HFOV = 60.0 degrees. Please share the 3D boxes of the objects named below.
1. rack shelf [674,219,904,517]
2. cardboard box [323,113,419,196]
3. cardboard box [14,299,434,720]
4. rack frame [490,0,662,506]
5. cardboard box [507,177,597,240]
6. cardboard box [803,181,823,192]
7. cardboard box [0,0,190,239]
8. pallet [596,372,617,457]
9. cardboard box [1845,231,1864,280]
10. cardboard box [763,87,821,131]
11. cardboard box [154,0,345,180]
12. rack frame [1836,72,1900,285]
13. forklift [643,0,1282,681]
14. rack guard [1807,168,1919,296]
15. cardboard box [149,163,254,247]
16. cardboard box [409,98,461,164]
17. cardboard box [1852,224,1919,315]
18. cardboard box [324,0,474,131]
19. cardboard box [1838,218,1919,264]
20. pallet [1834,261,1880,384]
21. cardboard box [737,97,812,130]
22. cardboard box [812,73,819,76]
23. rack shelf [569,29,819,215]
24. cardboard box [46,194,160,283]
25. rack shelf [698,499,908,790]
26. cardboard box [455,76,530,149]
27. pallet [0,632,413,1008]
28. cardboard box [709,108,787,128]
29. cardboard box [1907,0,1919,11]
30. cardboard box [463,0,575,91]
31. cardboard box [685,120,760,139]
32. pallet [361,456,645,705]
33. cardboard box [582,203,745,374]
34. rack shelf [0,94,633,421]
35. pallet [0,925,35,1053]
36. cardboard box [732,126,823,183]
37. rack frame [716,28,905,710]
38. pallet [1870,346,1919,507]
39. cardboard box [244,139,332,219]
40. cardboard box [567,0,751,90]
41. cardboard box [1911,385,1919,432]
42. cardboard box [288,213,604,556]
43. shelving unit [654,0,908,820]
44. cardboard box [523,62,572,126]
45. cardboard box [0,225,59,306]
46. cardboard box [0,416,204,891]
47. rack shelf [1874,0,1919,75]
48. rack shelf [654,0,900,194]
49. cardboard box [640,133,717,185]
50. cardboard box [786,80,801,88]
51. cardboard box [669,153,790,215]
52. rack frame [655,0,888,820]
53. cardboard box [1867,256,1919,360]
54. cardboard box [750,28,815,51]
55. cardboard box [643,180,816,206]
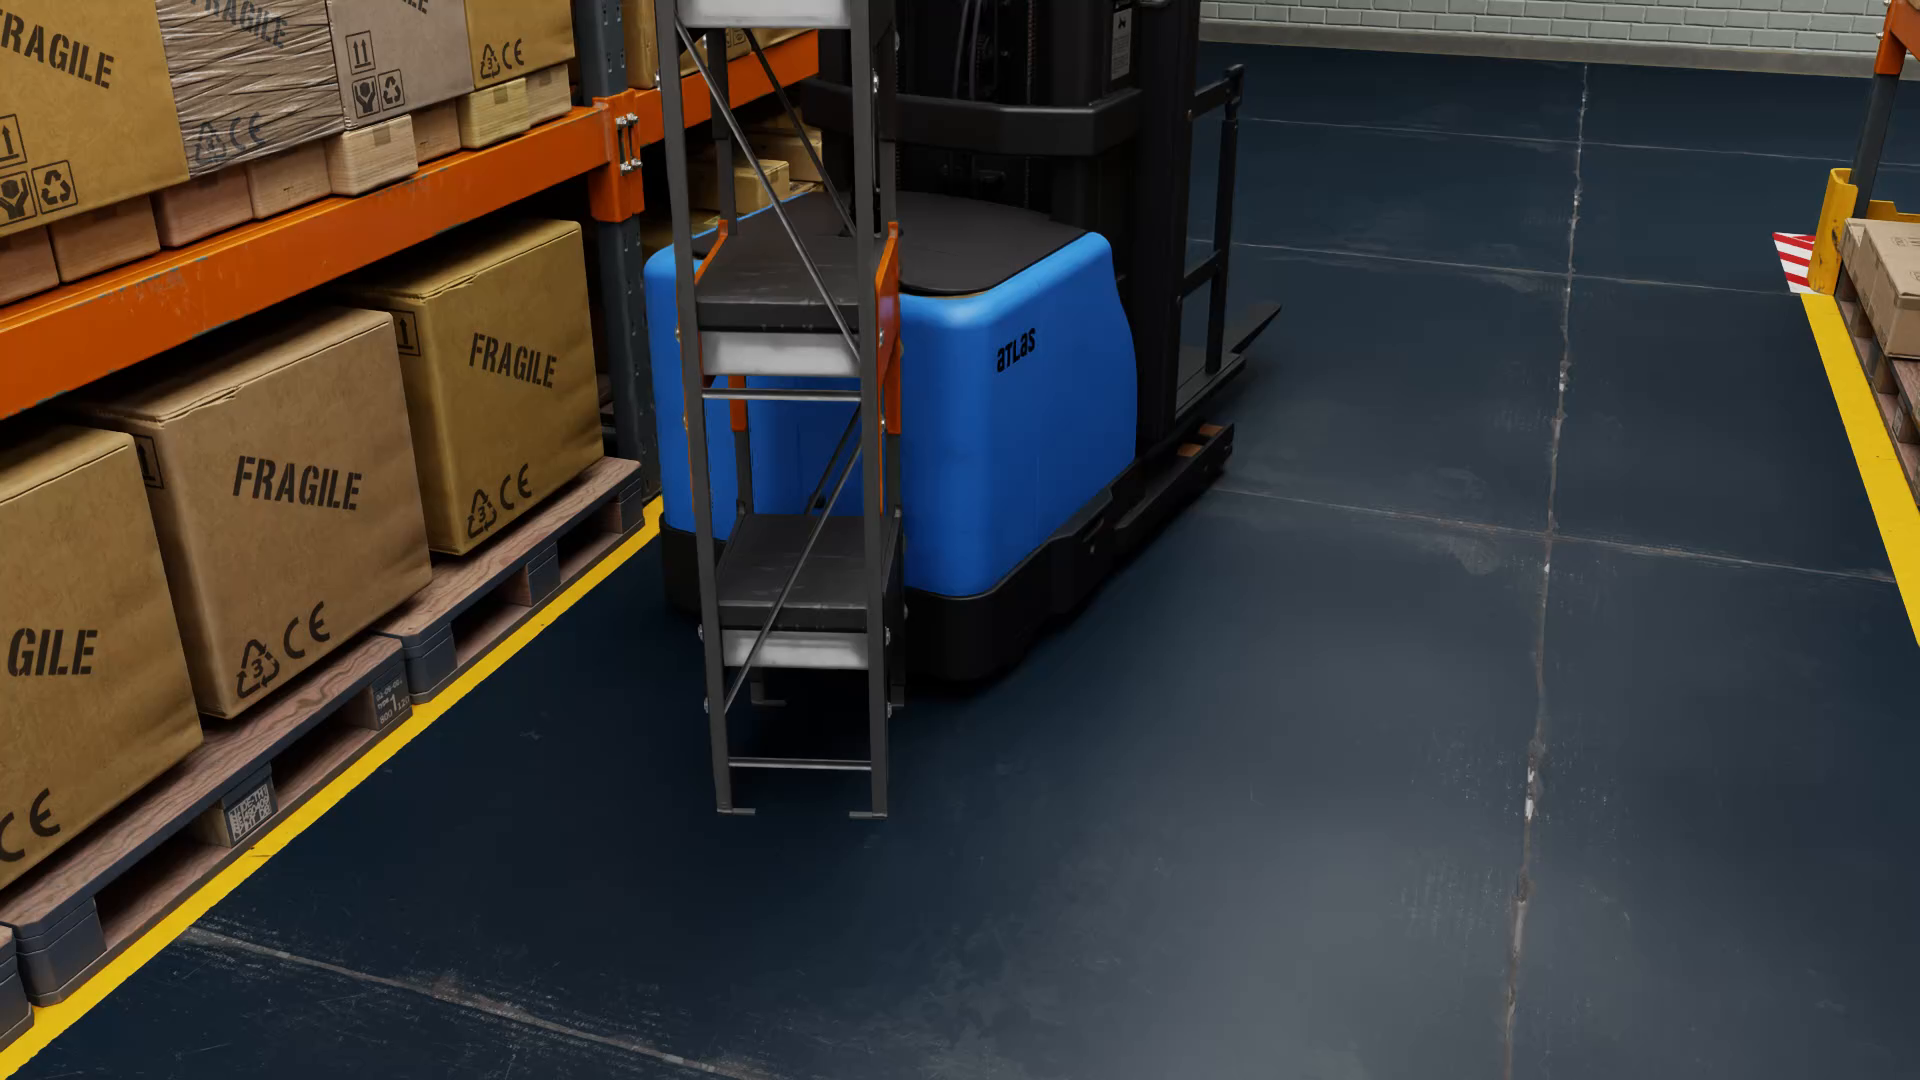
[{"bbox_3d":[-0.358,-0.390,3.678,0.431,0.518,0.480,1,26,3],"label":"rack shelf"},{"bbox_3d":[-1.558,-0.953,4.042,0.380,0.149,0.250,9,27,17],"label":"cardboard box"},{"bbox_3d":[-1.876,-0.131,4.063,0.750,0.750,0.750,10,27,19],"label":"cardboard box"},{"bbox_3d":[-1.490,-1.561,5.032,1.000,3.000,0.127,9,27,17],"label":"rack frame"},{"bbox_3d":[-1.379,-1.179,5.885,0.380,0.149,0.250,9,27,17],"label":"cardboard box"},{"bbox_3d":[-0.801,-1.334,6.950,0.700,0.500,0.500,9,27,19],"label":"cardboard box"},{"bbox_3d":[-1.902,-0.901,3.189,0.500,0.500,0.500,10,27,19],"label":"cardboard box"},{"bbox_3d":[-1.163,-0.607,6.262,1.003,0.211,1.213,9,27,17],"label":"pallet"},{"bbox_3d":[3.968,-1.186,7.004,0.380,0.166,0.250,9,27,17],"label":"cardboard box"},{"bbox_3d":[-0.780,-1.923,7.423,0.380,0.149,0.250,9,27,18],"label":"cardboard box"},{"bbox_3d":[-1.741,-1.107,3.614,0.500,0.500,0.500,9,27,18],"label":"cardboard box"},{"bbox_3d":[4.514,-2.488,6.947,1.000,3.000,0.127,9,27,17],"label":"rack frame"},{"bbox_3d":[0.291,-1.561,5.111,1.130,2.935,3.031,13,29,25],"label":"forklift"},{"bbox_3d":[4.489,-1.332,7.427,1.175,0.500,0.348,9,27,17],"label":"rack guard"},{"bbox_3d":[-1.799,-0.761,3.646,0.380,0.149,0.250,8,27,16],"label":"cardboard box"},{"bbox_3d":[-1.525,-1.070,4.284,0.380,0.149,0.250,10,27,19],"label":"cardboard box"},{"bbox_3d":[3.899,-1.061,6.649,0.500,0.250,0.500,9,27,17],"label":"cardboard box"},{"bbox_3d":[-1.566,-1.312,4.038,0.500,0.500,0.500,9,27,18],"label":"cardboard box"},{"bbox_3d":[4.051,-1.281,7.220,0.380,0.149,0.250,9,27,17],"label":"cardboard box"},{"bbox_3d":[4.224,-0.874,6.813,1.003,0.211,1.213,9,27,17],"label":"pallet"},{"bbox_3d":[-0.864,-1.818,7.205,0.380,0.149,0.250,9,27,18],"label":"cardboard box"},{"bbox_3d":[-0.612,-2.131,7.851,0.380,0.149,0.250,9,27,18],"label":"cardboard box"},{"bbox_3d":[-0.824,-2.059,6.887,1.077,0.370,4.000,9,27,17],"label":"rack shelf"},{"bbox_3d":[-1.898,-0.654,3.424,0.380,0.149,0.250,10,27,19],"label":"cardboard box"},{"bbox_3d":[-0.358,0.240,3.983,0.431,0.518,0.480,1,26,3],"label":"rack shelf"},{"bbox_3d":[-1.397,-1.170,4.490,0.380,0.149,0.250,9,27,18],"label":"cardboard box"},{"bbox_3d":[-2.080,0.525,3.924,1.003,0.211,1.213,9,27,17],"label":"pallet"},{"bbox_3d":[-0.949,-1.714,6.990,0.380,0.149,0.250,8,27,17],"label":"cardboard box"},{"bbox_3d":[4.118,-2.389,6.628,0.500,0.500,0.500,9,27,19],"label":"cardboard box"},{"bbox_3d":[-1.405,-1.523,4.474,0.500,0.500,0.500,8,27,17],"label":"cardboard box"},{"bbox_3d":[-1.034,-1.608,6.771,0.380,0.149,0.250,9,27,18],"label":"cardboard box"},{"bbox_3d":[-1.675,0.022,4.963,1.003,0.211,1.213,9,27,17],"label":"pallet"},{"bbox_3d":[-1.144,-0.918,6.090,0.700,0.500,0.500,9,27,18],"label":"cardboard box"},{"bbox_3d":[-2.155,-0.416,3.492,1.077,0.370,4.000,9,27,17],"label":"rack shelf"},{"bbox_3d":[-2.487,1.025,2.892,1.003,0.211,1.213,9,27,17],"label":"pallet"},{"bbox_3d":[-0.684,-1.538,6.627,0.380,0.149,0.250,8,27,16],"label":"cardboard box"},{"bbox_3d":[-0.345,-0.509,3.892,0.400,2.100,0.015,1,26,3],"label":"rack frame"},{"bbox_3d":[3.817,-0.374,5.781,1.003,0.211,1.213,9,27,17],"label":"pallet"},{"bbox_3d":[-1.702,-0.862,3.854,0.380,0.149,0.250,9,27,17],"label":"cardboard box"},{"bbox_3d":[-1.294,-1.917,5.423,0.980,0.700,0.700,9,27,18],"label":"cardboard box"},{"bbox_3d":[3.355,-0.416,5.247,0.500,0.311,0.500,9,27,17],"label":"cardboard box"},{"bbox_3d":[-1.583,-0.497,4.819,0.750,0.750,0.750,9,27,18],"label":"cardboard box"},{"bbox_3d":[-0.358,-0.403,3.672,0.431,2.100,0.503,1,26,3],"label":"shelving unit"},{"bbox_3d":[-1.335,-1.277,4.711,0.380,0.149,0.250,9,27,18],"label":"cardboard box"},{"bbox_3d":[-1.992,-0.547,3.203,0.380,0.149,0.250,9,27,18],"label":"cardboard box"},{"bbox_3d":[-2.155,0.219,3.341,0.750,0.750,0.750,9,27,17],"label":"cardboard box"},{"bbox_3d":[3.849,-1.343,5.406,1.077,0.370,4.000,9,27,17],"label":"rack shelf"},{"bbox_3d":[-0.358,-1.021,3.373,0.431,0.518,0.480,1,26,3],"label":"rack shelf"},{"bbox_3d":[-1.119,-1.504,6.556,0.380,0.149,0.250,8,27,16],"label":"cardboard box"},{"bbox_3d":[-0.696,-2.028,7.639,0.380,0.149,0.250,9,27,18],"label":"cardboard box"},{"bbox_3d":[-0.858,-1.324,6.184,0.380,0.149,0.250,10,27,19],"label":"cardboard box"},{"bbox_3d":[-0.370,-0.297,3.453,0.400,2.100,0.015,1,26,3],"label":"rack frame"},{"bbox_3d":[3.733,-0.855,6.225,0.500,0.250,0.500,9,27,17],"label":"cardboard box"},{"bbox_3d":[-1.046,-2.216,6.041,0.980,0.700,0.700,8,27,16],"label":"cardboard box"},{"bbox_3d":[-0.974,-1.124,6.515,0.700,0.500,0.500,8,27,17],"label":"cardboard box"}]
